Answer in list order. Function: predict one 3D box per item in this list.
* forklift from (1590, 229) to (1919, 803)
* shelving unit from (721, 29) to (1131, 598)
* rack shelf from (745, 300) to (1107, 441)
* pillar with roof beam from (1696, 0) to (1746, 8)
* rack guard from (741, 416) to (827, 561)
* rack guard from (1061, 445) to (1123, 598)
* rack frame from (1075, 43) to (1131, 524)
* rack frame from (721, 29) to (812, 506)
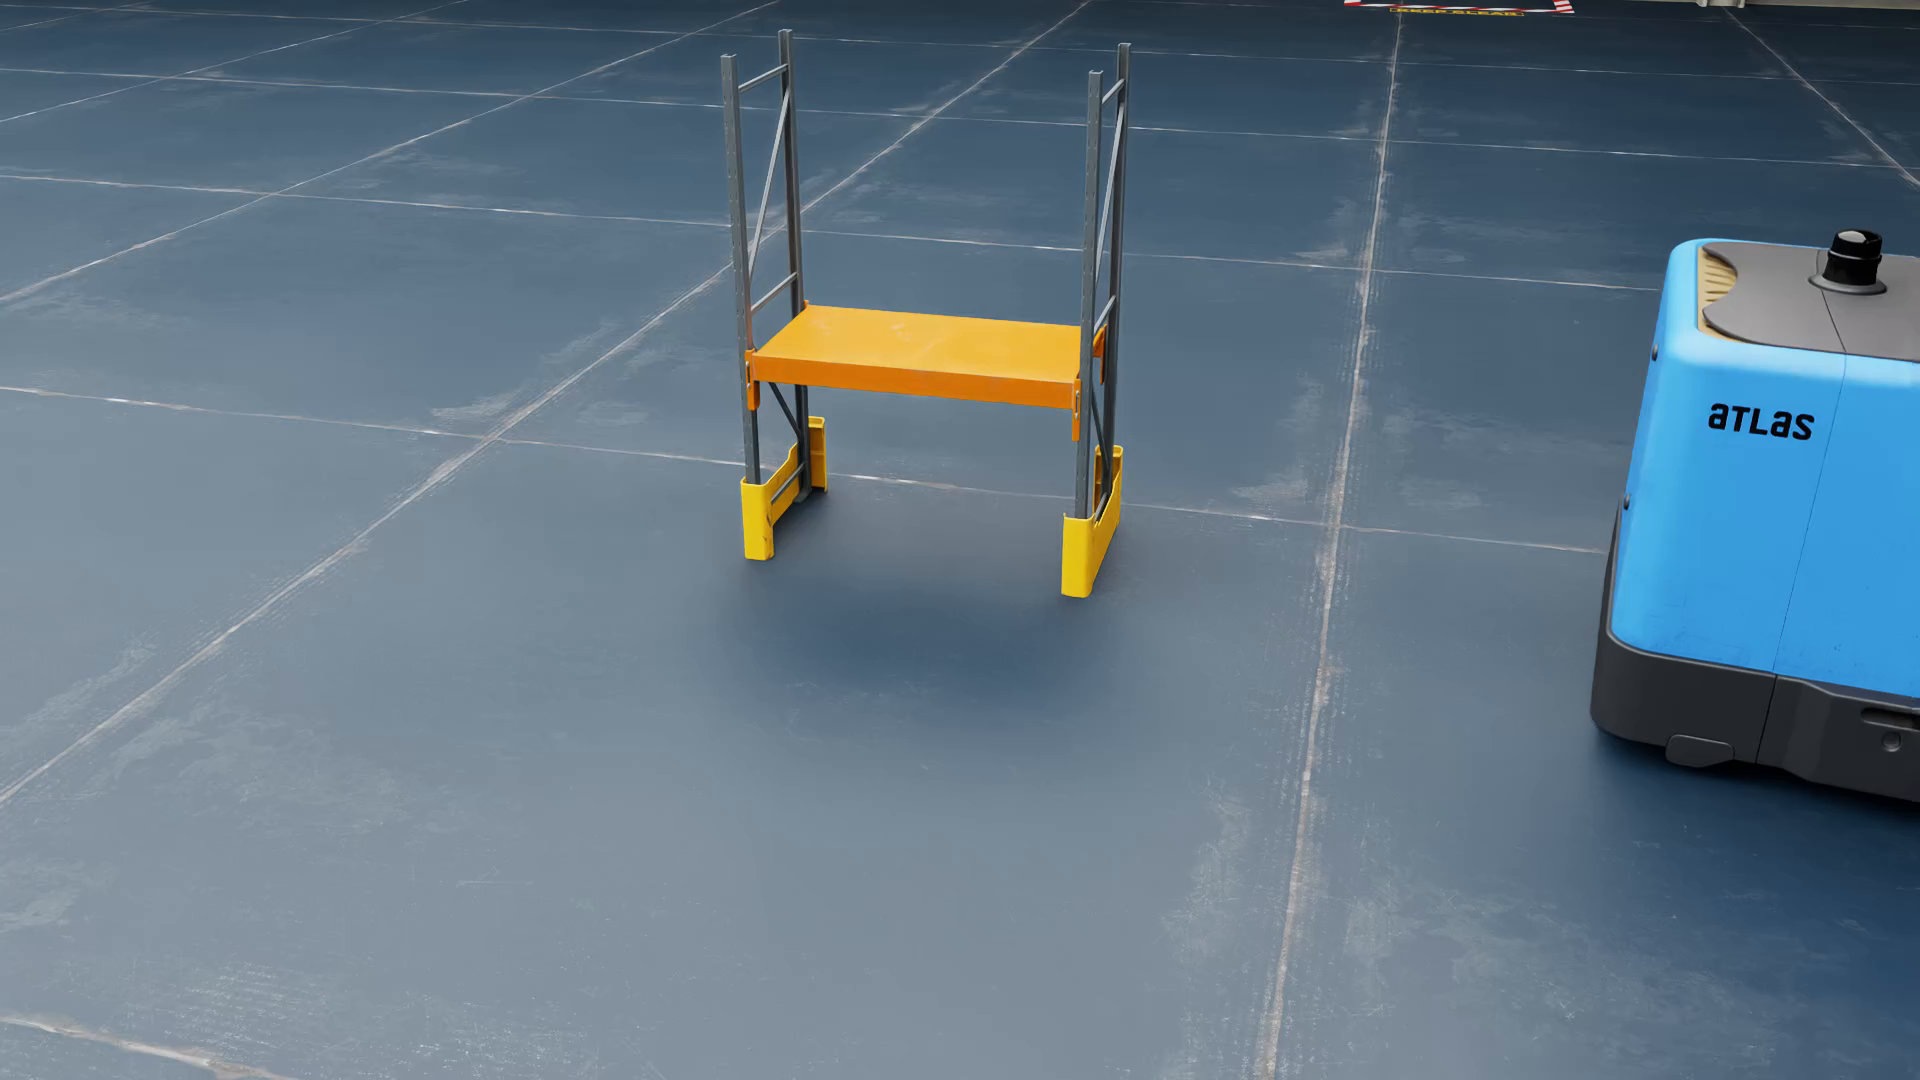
[{"bbox_3d":[3.144,-0.752,3.420,3.031,2.935,1.130,10,27,20],"label":"forklift"},{"bbox_3d":[-0.074,-0.685,4.945,1.083,1.500,0.587,6,26,13],"label":"shelving unit"},{"bbox_3d":[-0.083,-0.524,5.024,1.000,0.185,0.538,6,26,13],"label":"rack shelf"},{"bbox_3d":[6.332,-7.485,10.503,0.400,9.000,9.100,6,26,13],"label":"pillar with roof beam"},{"bbox_3d":[-0.556,-0.174,5.325,0.087,0.250,0.587,6,26,13],"label":"rack guard"},{"bbox_3d":[0.408,-0.068,5.101,0.087,0.250,0.587,6,26,13],"label":"rack guard"},{"bbox_3d":[0.410,-0.632,4.832,0.032,1.500,0.500,6,26,13],"label":"rack frame"},{"bbox_3d":[-0.575,-0.741,5.061,0.032,1.500,0.500,6,26,13],"label":"rack frame"}]
